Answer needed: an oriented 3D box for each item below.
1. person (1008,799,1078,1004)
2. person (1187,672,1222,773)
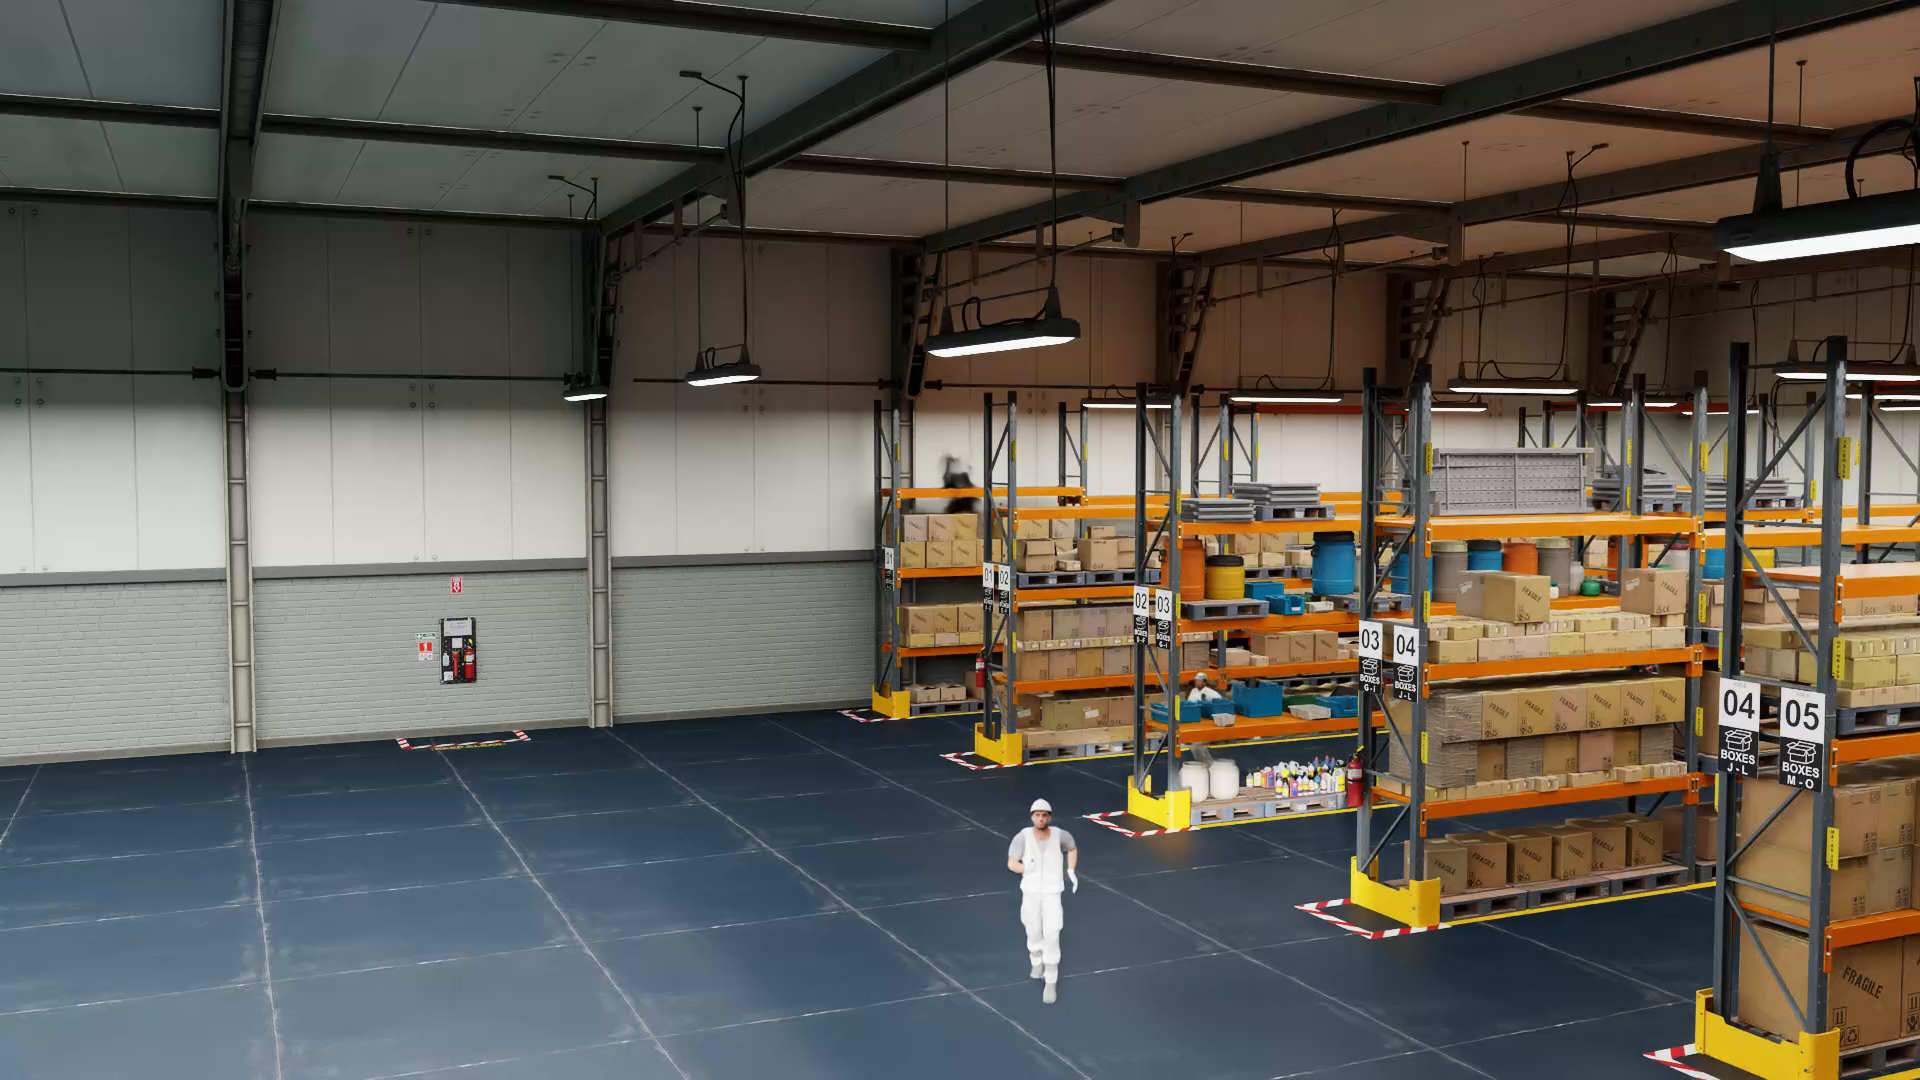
[{"bbox_3d":[0.780,3.351,15.651,0.648,1.845,0.799,0,3,8],"label":"person"},{"bbox_3d":[3.680,2.868,25.350,0.714,1.712,0.576,-2,4,-34],"label":"person"}]
